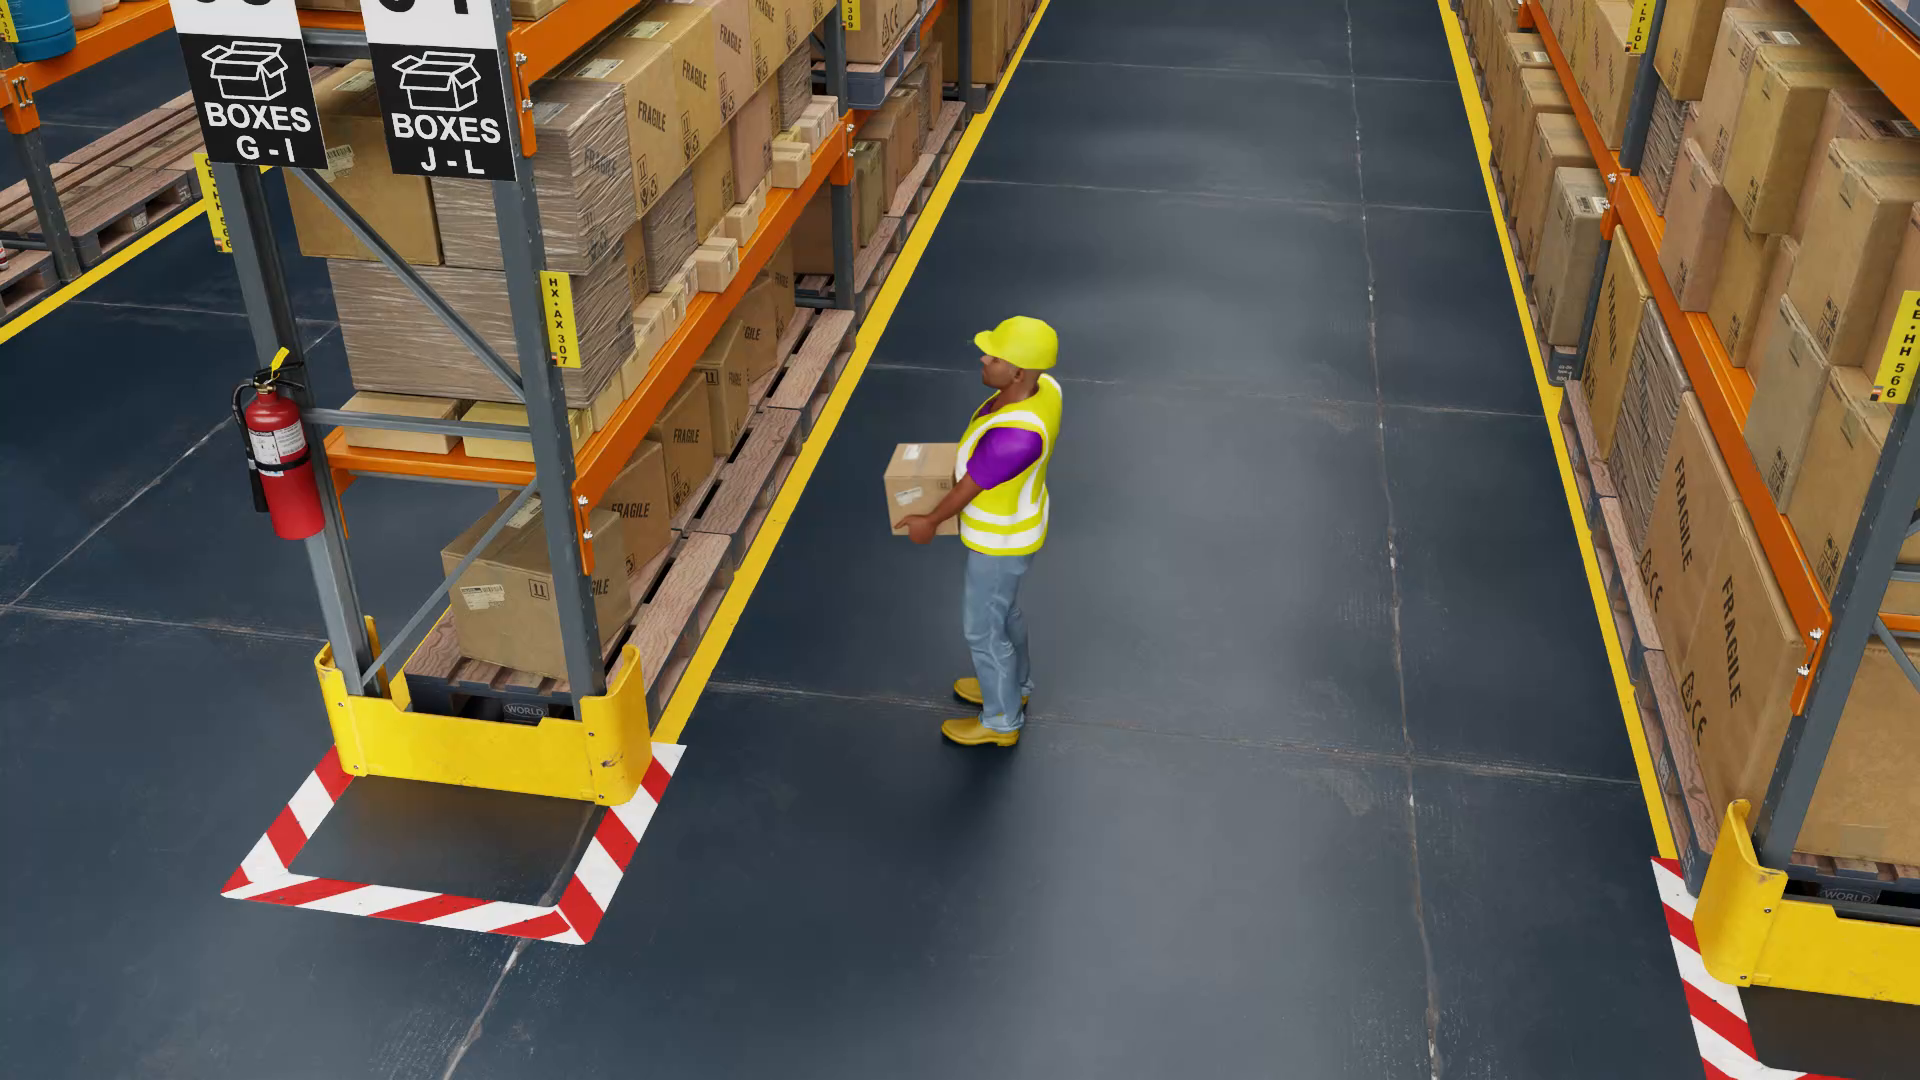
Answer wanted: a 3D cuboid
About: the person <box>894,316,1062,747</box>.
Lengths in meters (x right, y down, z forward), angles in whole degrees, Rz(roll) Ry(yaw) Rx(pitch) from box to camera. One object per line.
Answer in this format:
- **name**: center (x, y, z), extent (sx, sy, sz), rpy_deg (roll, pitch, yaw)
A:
- **person**: center (0.062, -0.034, 6.174), extent (0.577, 1.761, 0.502), rpy_deg (5, 33, 8)
